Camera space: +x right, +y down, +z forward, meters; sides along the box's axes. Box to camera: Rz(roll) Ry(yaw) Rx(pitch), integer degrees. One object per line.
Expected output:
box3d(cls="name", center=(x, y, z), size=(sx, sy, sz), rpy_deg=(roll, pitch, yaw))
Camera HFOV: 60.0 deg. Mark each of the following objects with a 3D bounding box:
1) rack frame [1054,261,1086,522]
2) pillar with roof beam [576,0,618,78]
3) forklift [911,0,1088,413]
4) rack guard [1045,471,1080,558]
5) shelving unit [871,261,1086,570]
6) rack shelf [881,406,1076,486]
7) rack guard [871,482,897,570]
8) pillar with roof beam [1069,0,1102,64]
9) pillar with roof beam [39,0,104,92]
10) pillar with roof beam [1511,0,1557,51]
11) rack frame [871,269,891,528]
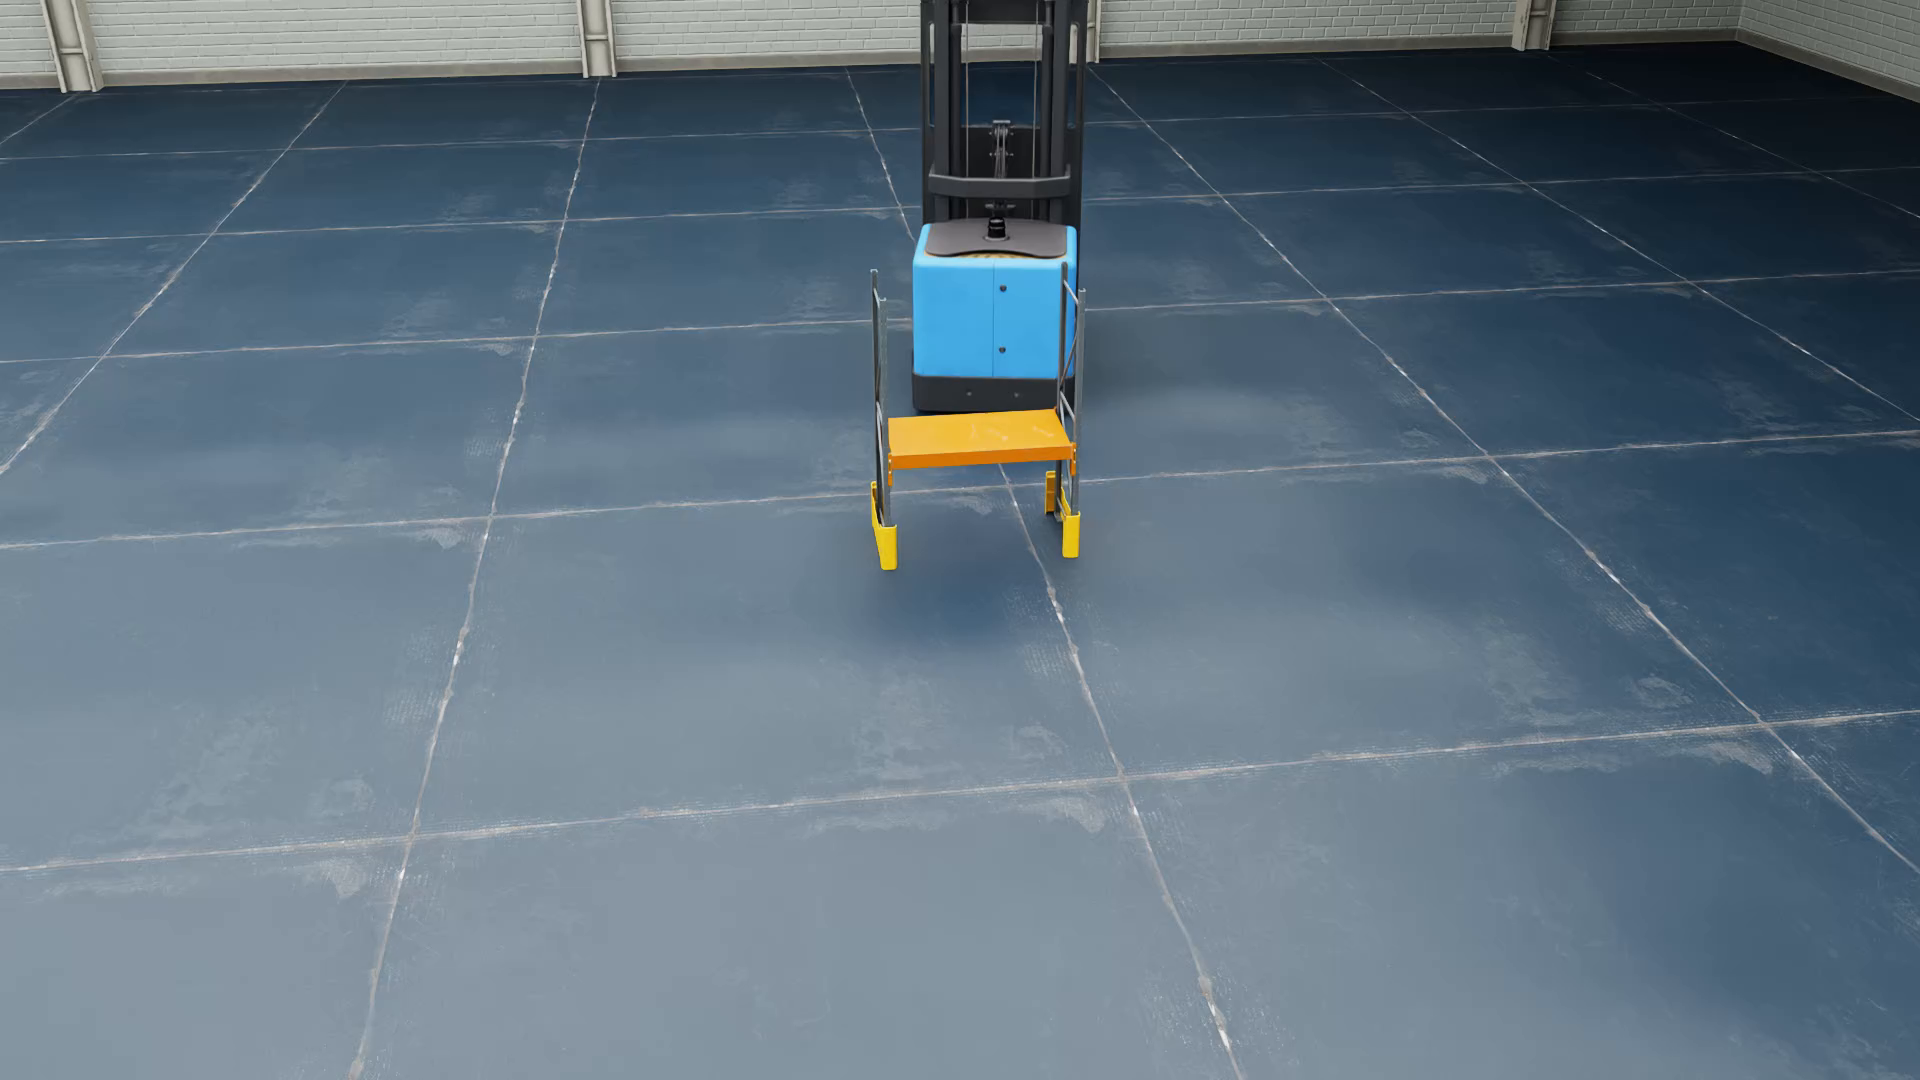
box3d(cls="rack frame", center=(0.588, -0.705, 8.981), size=(0.032, 1.500, 0.500), rpy_deg=(-4, 27, -7))
box3d(cls="pillar with roof beam", center=(-3.799, -7.758, 14.512), size=(0.400, 9.000, 9.100), rpy_deg=(-4, 27, -7))
box3d(cls="forklift", center=(0.300, -2.749, 11.398), size=(1.130, 2.935, 3.031), rpy_deg=(2, 27, 3))
box3d(cls="rack guard", center=(0.569, -0.148, 9.264), size=(0.087, 0.250, 0.587), rpy_deg=(-4, 27, -7))
box3d(cls="shelving unit", center=(0.075, -0.672, 8.917), size=(1.083, 1.500, 0.587), rpy_deg=(-4, 27, -7))
box3d(cls="rack shelf", center=(0.084, -0.513, 9.000), size=(1.000, 0.185, 0.538), rpy_deg=(-4, 27, -7))
box3d(cls="rack guard", center=(-0.418, -0.084, 9.141), size=(0.087, 0.250, 0.587), rpy_deg=(-4, 27, -7))
box3d(cls="pillar with roof beam", center=(2.142, -8.140, 15.256), size=(0.400, 9.000, 9.100), rpy_deg=(-4, 27, -7))
box3d(cls="pillar with roof beam", center=(-9.741, -7.376, 13.769), size=(0.400, 9.000, 9.100), rpy_deg=(-4, 27, -7))
box3d(cls="pillar with roof beam", center=(8.084, -8.521, 16.000), size=(0.400, 9.000, 9.100), rpy_deg=(-4, 27, -7))
box3d(cls="rack frame", center=(-0.419, -0.640, 8.855), size=(0.032, 1.500, 0.500), rpy_deg=(-4, 27, -7))
